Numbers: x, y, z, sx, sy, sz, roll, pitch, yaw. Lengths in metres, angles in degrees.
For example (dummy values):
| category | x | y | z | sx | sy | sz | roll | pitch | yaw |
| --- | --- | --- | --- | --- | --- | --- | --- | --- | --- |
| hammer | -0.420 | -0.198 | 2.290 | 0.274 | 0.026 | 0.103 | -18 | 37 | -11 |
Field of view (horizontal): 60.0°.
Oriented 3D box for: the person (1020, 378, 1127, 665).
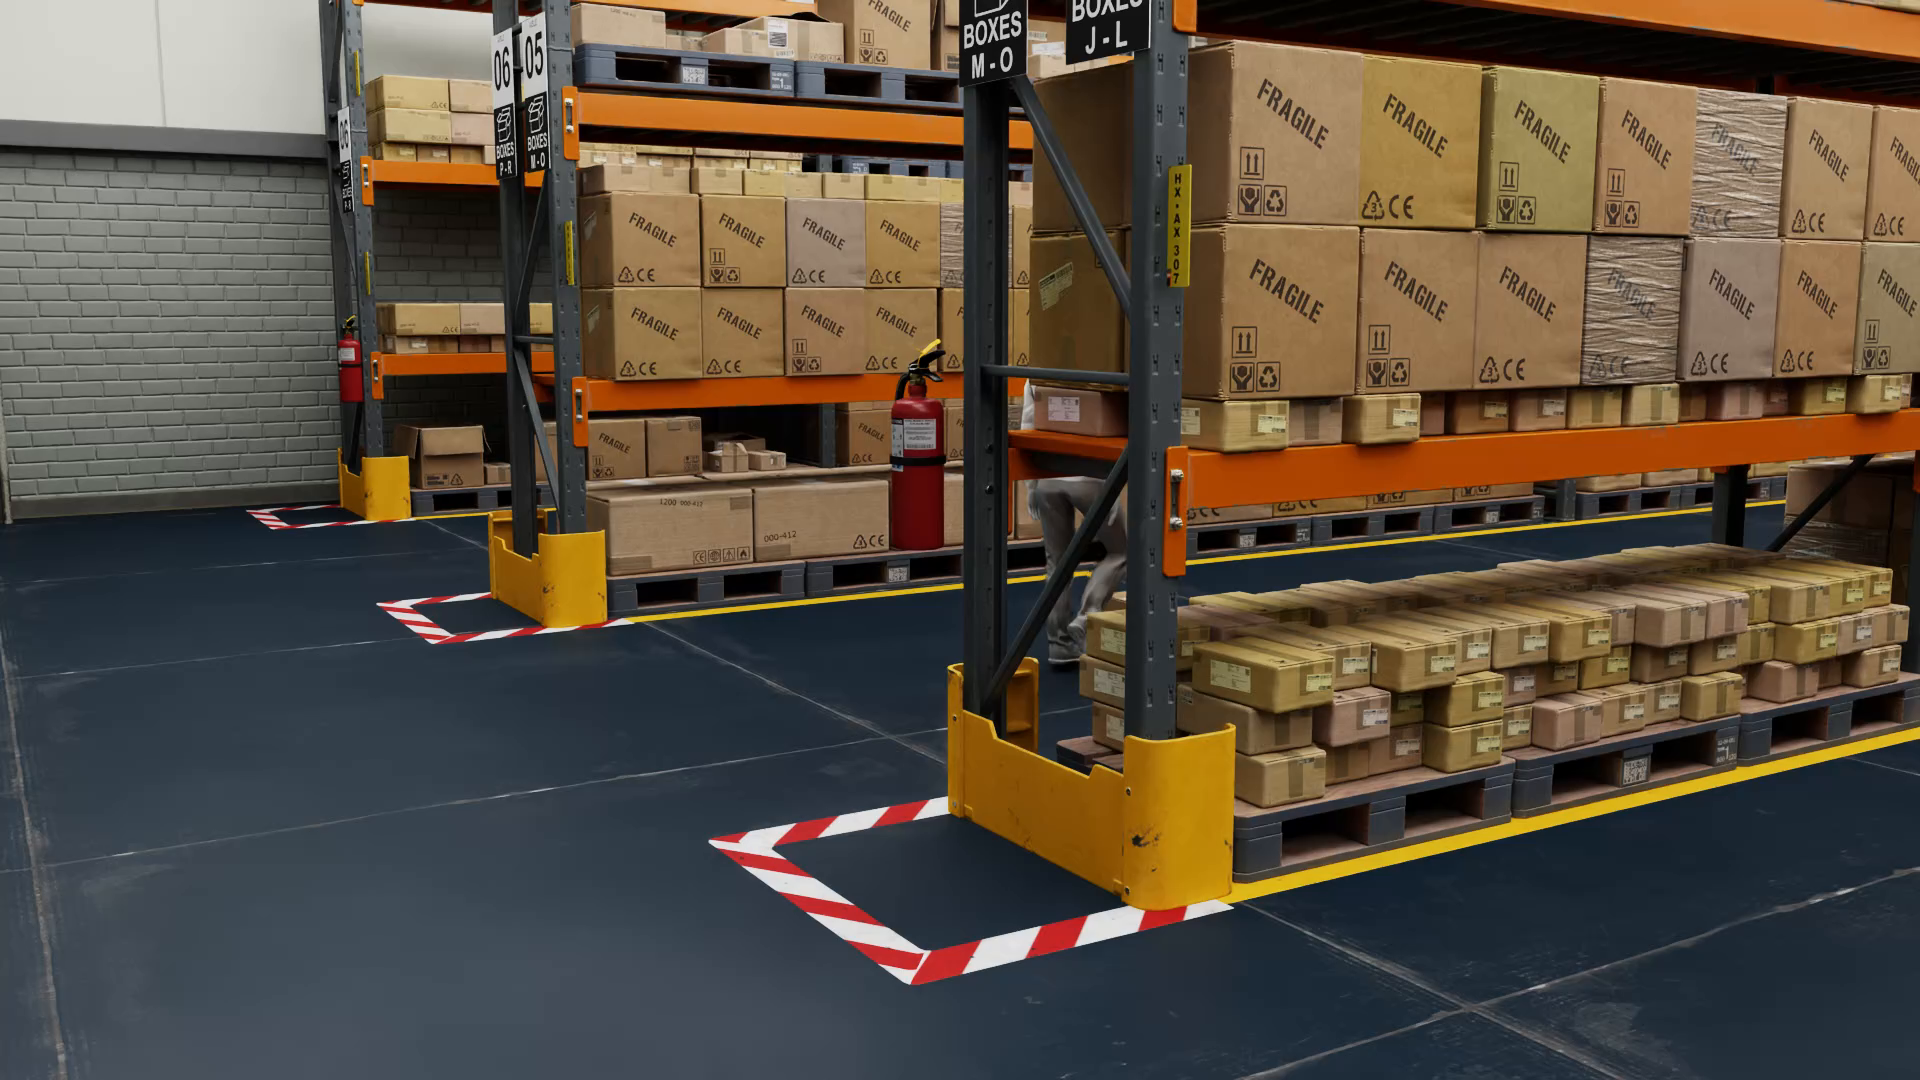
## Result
| category | x | y | z | sx | sy | sz | roll | pitch | yaw |
| --- | --- | --- | --- | --- | --- | --- | --- | --- | --- |
| person | 0.537 | -0.235 | 7.784 | 0.513 | 1.667 | 0.400 | 4 | 9 | 26 |
